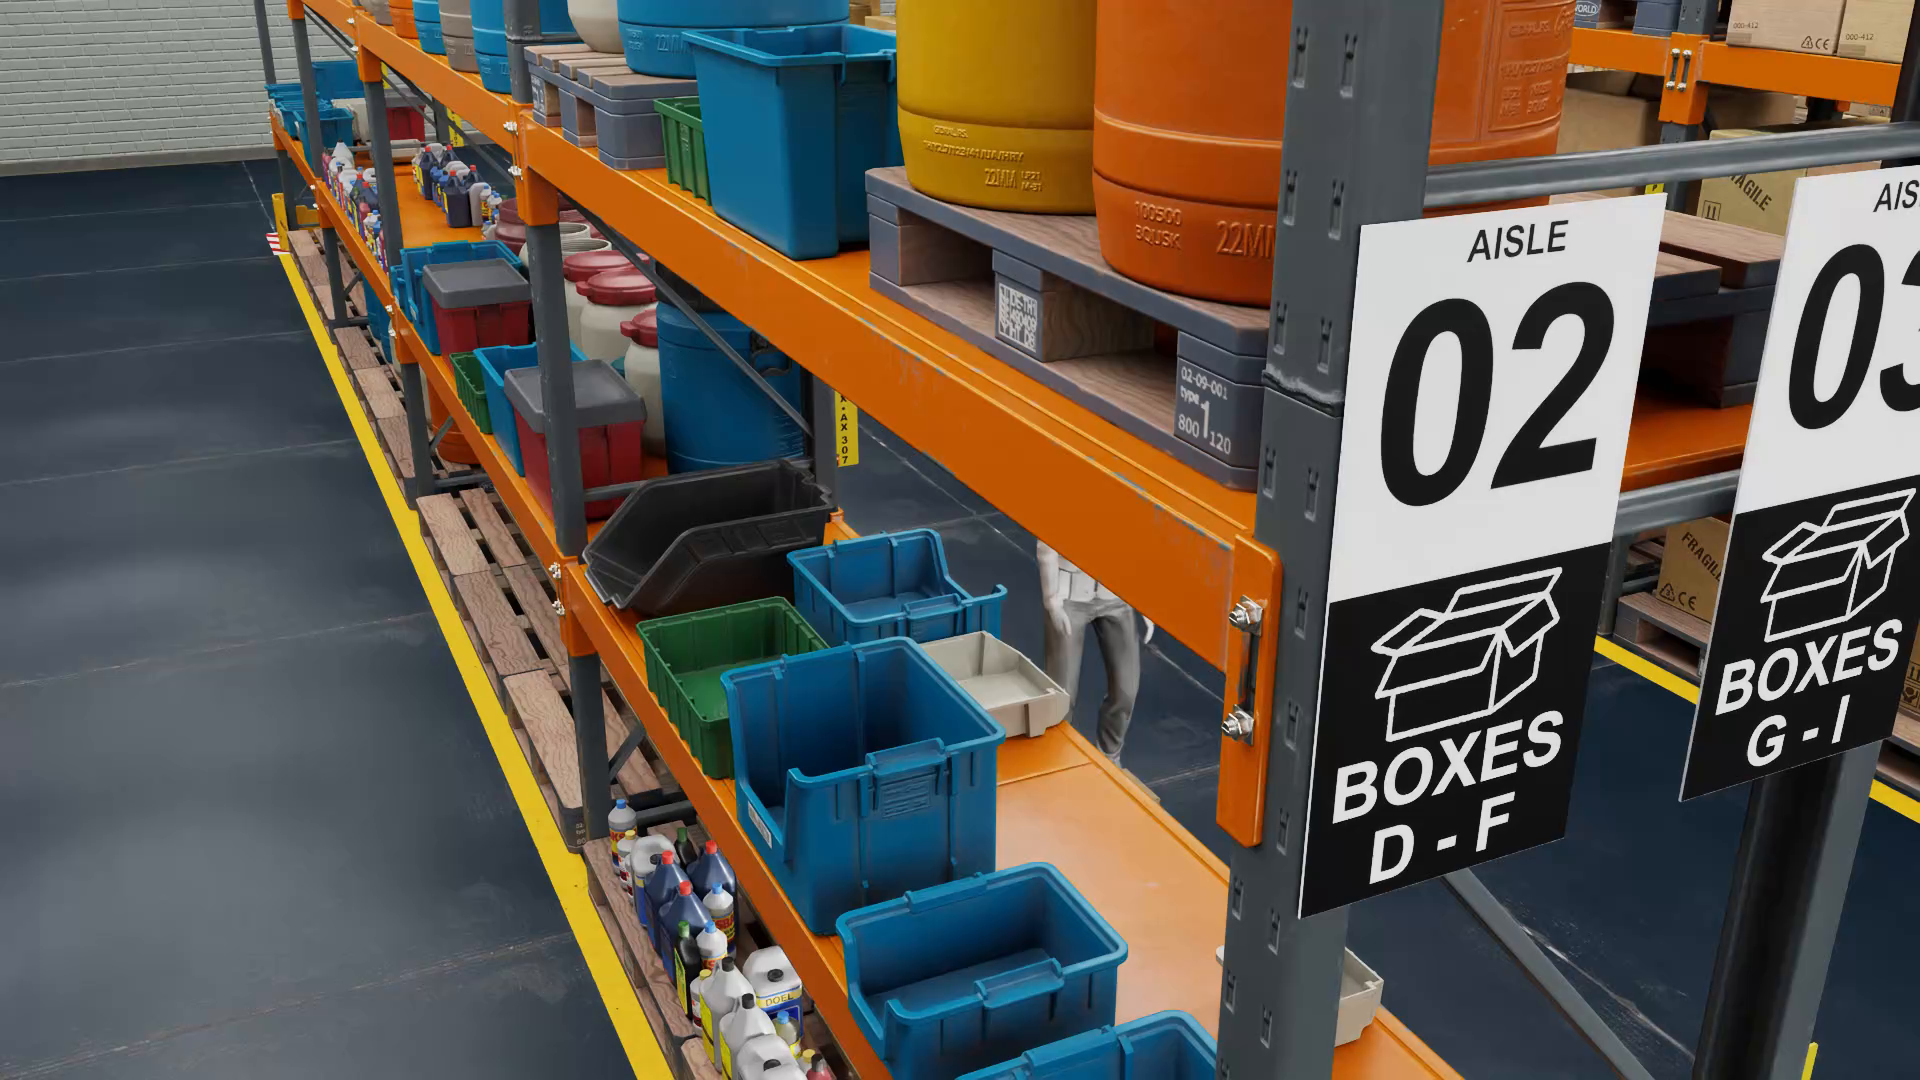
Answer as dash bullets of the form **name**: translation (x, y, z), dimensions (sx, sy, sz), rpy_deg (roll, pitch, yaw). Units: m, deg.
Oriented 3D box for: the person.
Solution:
- **person**: translation (0.540, 0.253, 6.519), dimensions (0.492, 1.642, 0.412), rpy_deg (-3, 23, -8)
